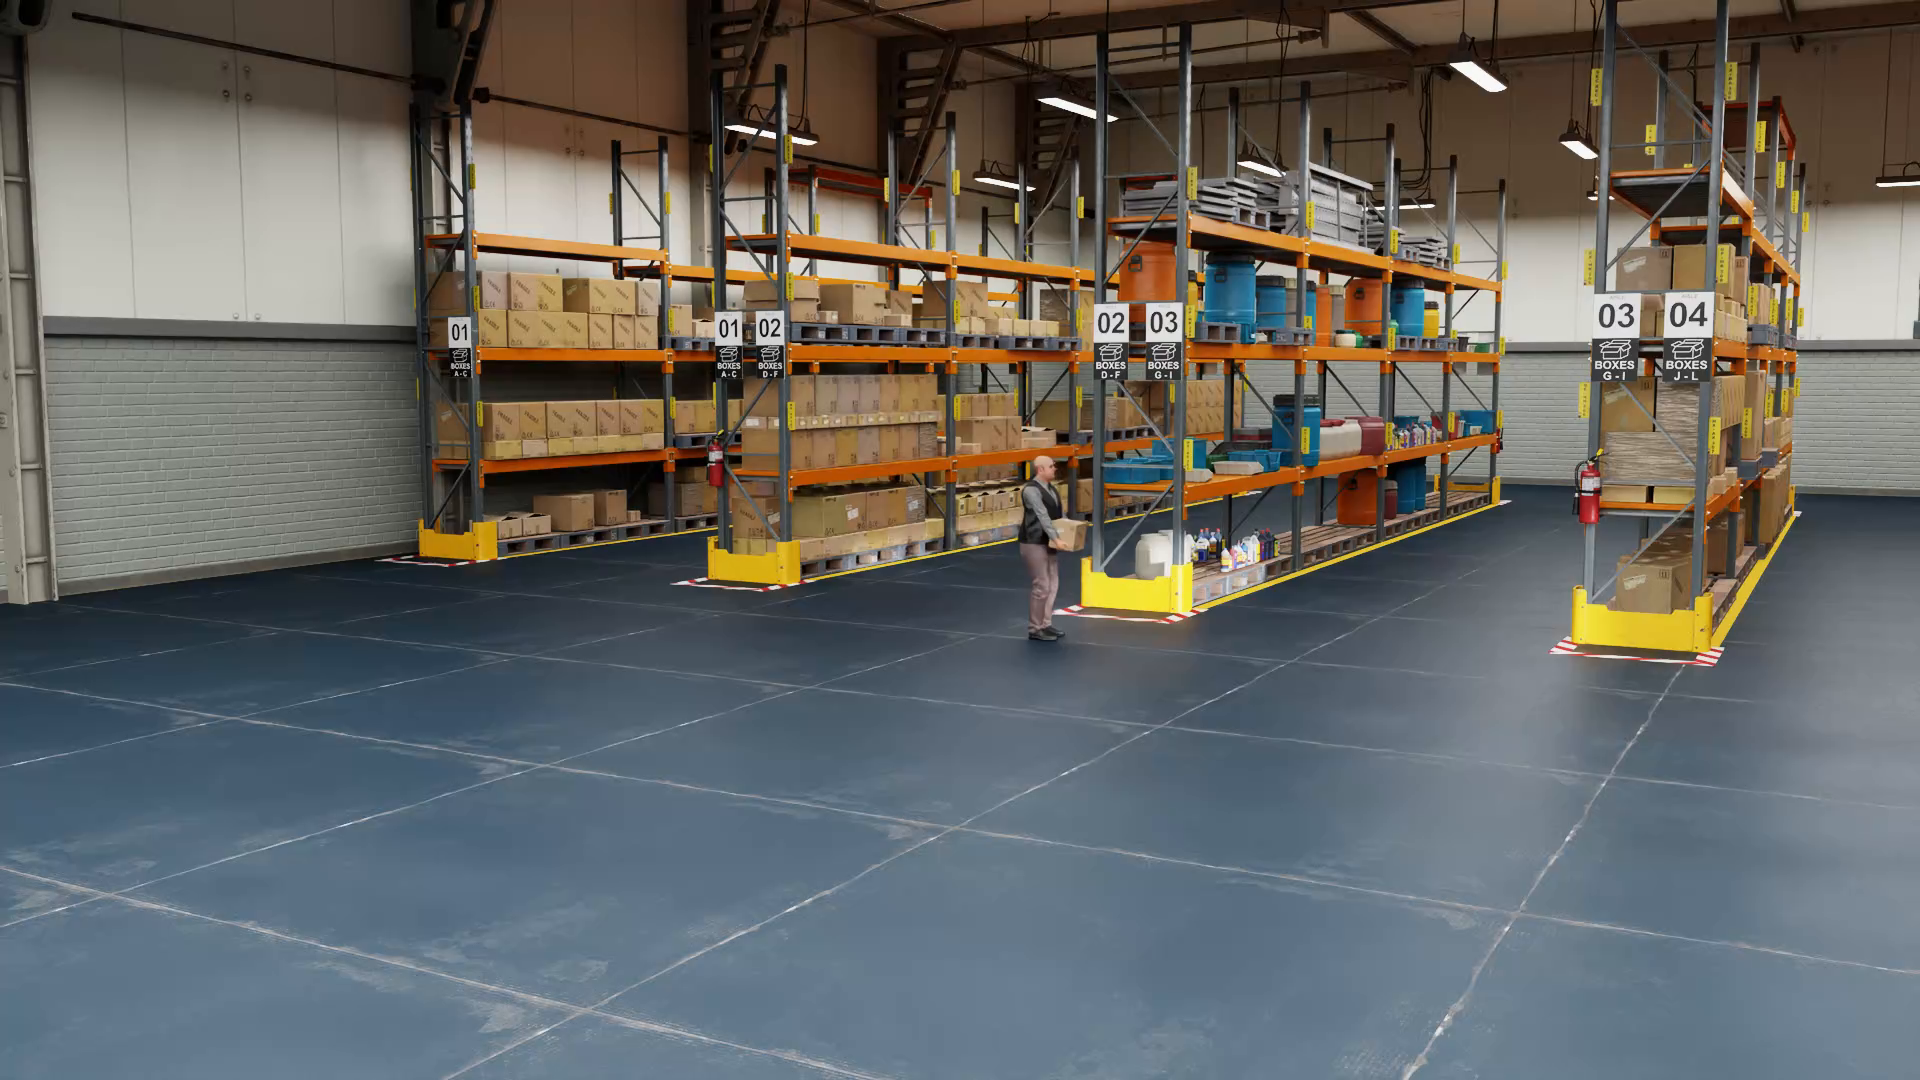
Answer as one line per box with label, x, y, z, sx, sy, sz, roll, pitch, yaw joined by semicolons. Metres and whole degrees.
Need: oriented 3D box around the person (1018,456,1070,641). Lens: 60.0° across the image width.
person;0.842;0.071;15.591;0.554;1.721;0.495;3;7;28
